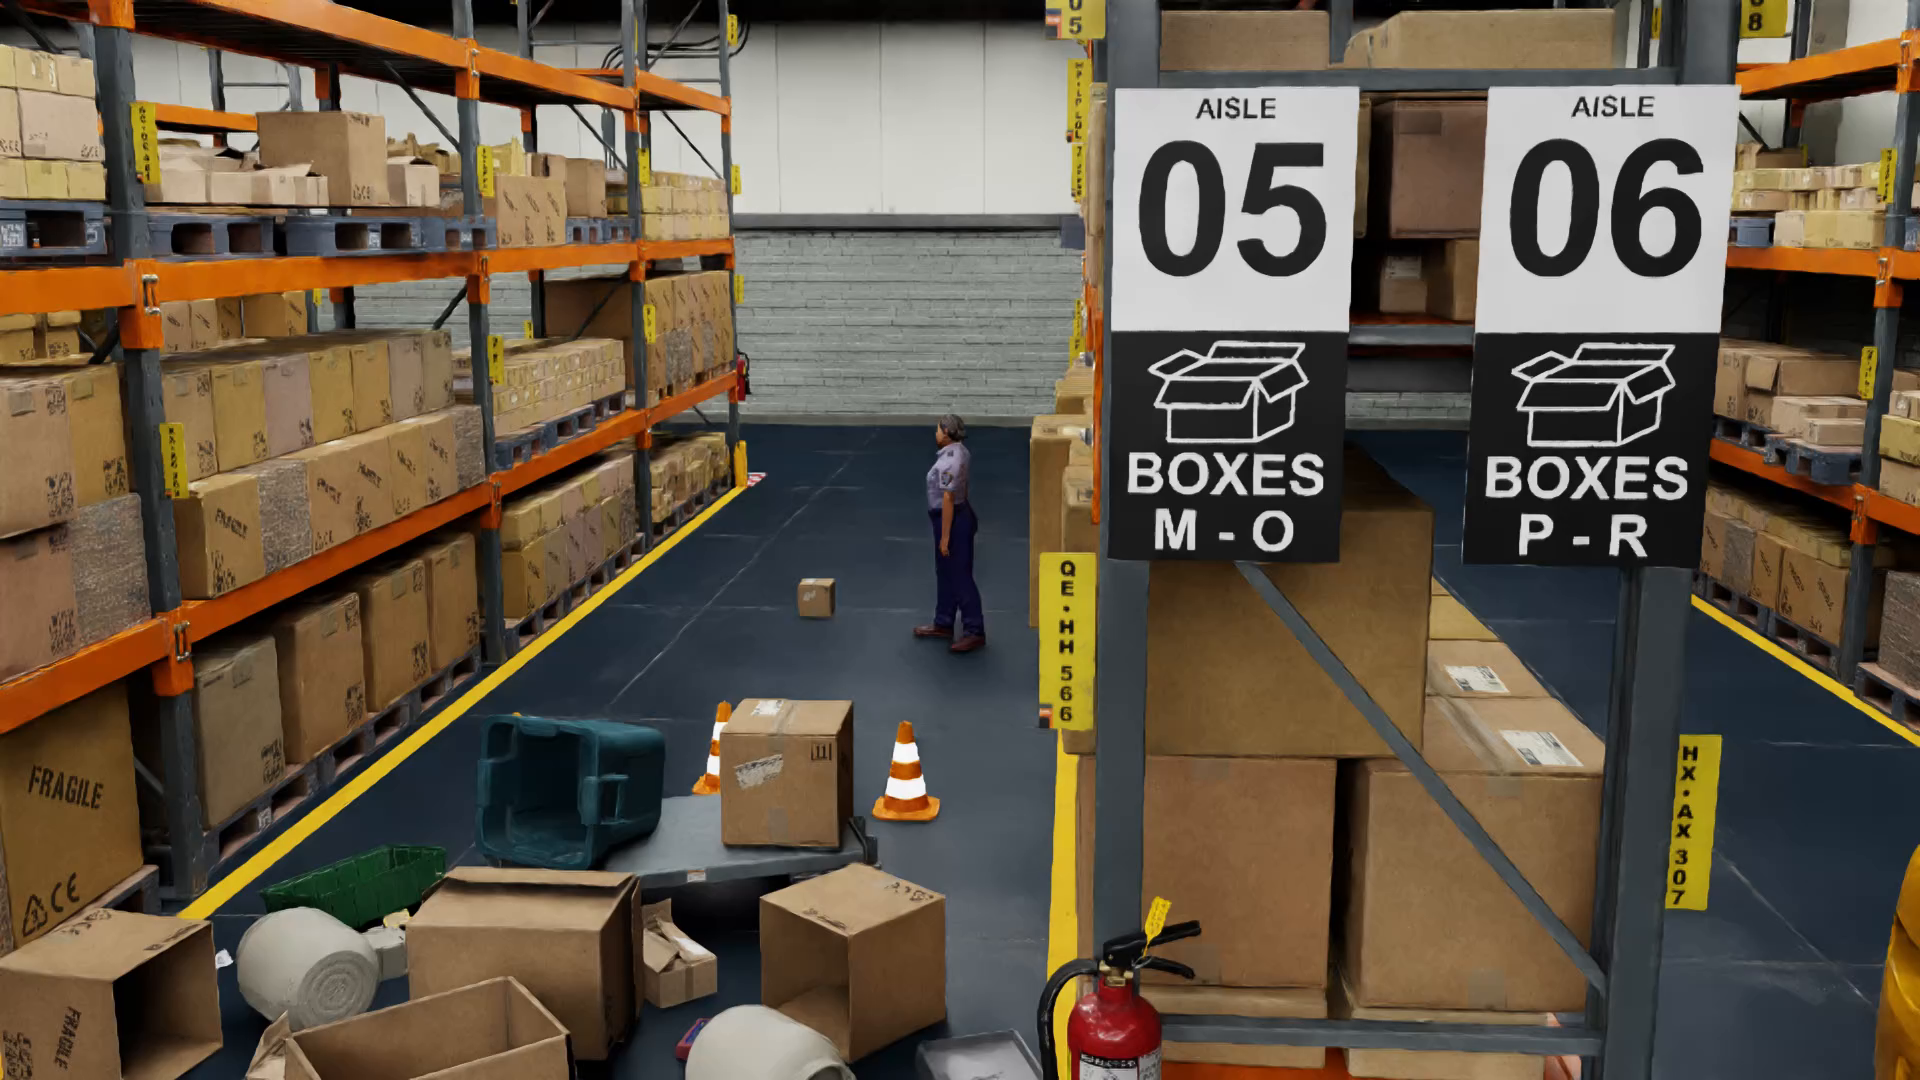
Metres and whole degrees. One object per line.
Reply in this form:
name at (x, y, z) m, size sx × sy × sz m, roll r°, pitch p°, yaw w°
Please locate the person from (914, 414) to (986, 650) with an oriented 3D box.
person at (-0.076, -0.085, 11.839) m, size 0.569 × 1.636 × 0.671 m, roll 2°, pitch 11°, yaw 8°
